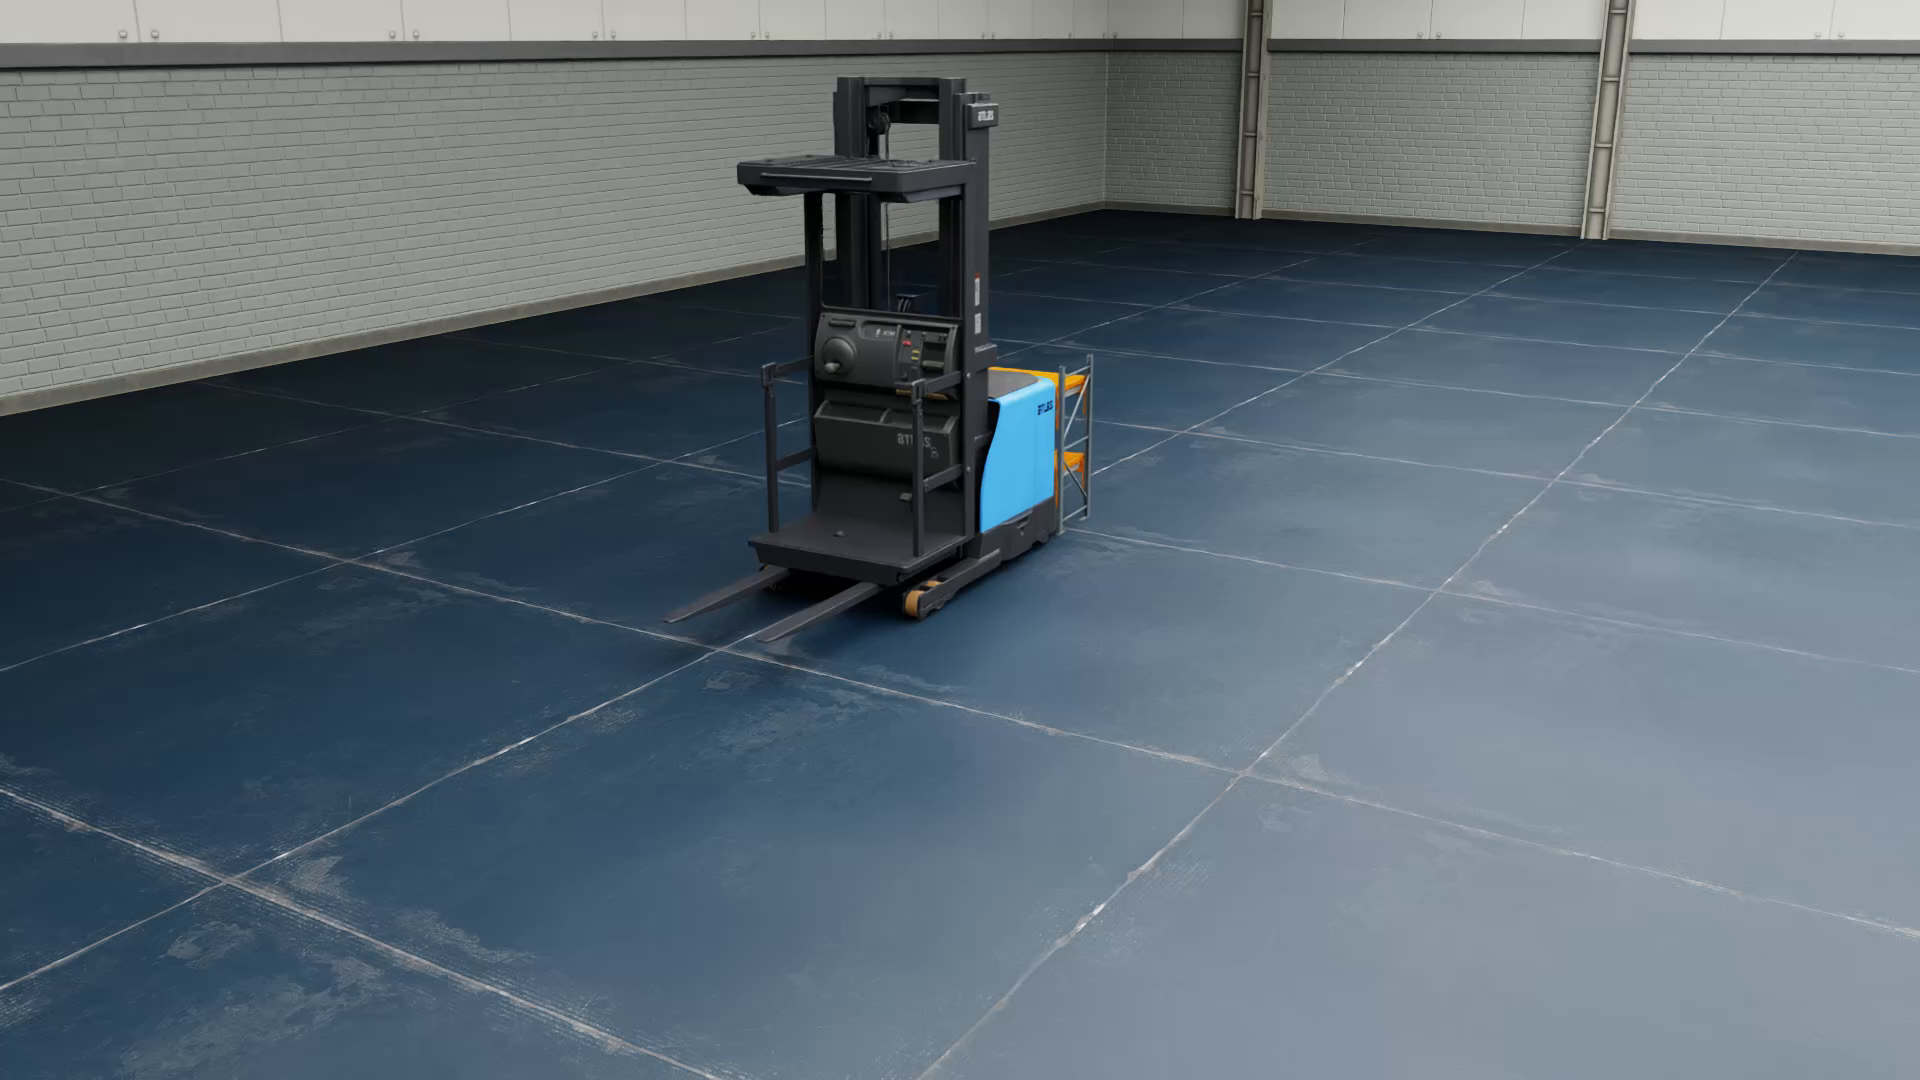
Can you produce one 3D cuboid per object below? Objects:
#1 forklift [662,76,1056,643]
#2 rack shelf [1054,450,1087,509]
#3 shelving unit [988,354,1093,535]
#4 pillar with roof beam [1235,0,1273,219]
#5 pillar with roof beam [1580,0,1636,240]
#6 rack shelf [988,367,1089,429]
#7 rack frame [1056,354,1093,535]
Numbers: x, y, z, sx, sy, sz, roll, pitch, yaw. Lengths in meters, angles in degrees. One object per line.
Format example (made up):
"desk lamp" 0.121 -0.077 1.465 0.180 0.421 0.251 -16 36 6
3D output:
"forklift" -0.536 -1.105 9.476 1.130 2.935 3.031 9 19 28
"rack shelf" 0.310 -0.471 11.338 1.000 0.278 0.538 9 19 26
"shelving unit" 0.310 -0.705 11.267 1.048 1.125 0.538 9 19 26
"pillar with roof beam" 2.954 -9.056 25.212 0.400 9.000 9.100 10 20 30
"pillar with roof beam" 8.066 -8.143 22.207 0.400 9.000 9.100 10 20 30
"rack shelf" 0.310 -0.985 11.182 1.000 0.278 0.538 9 19 26
"rack frame" 0.761 -0.637 11.043 0.032 1.125 0.500 9 19 26
